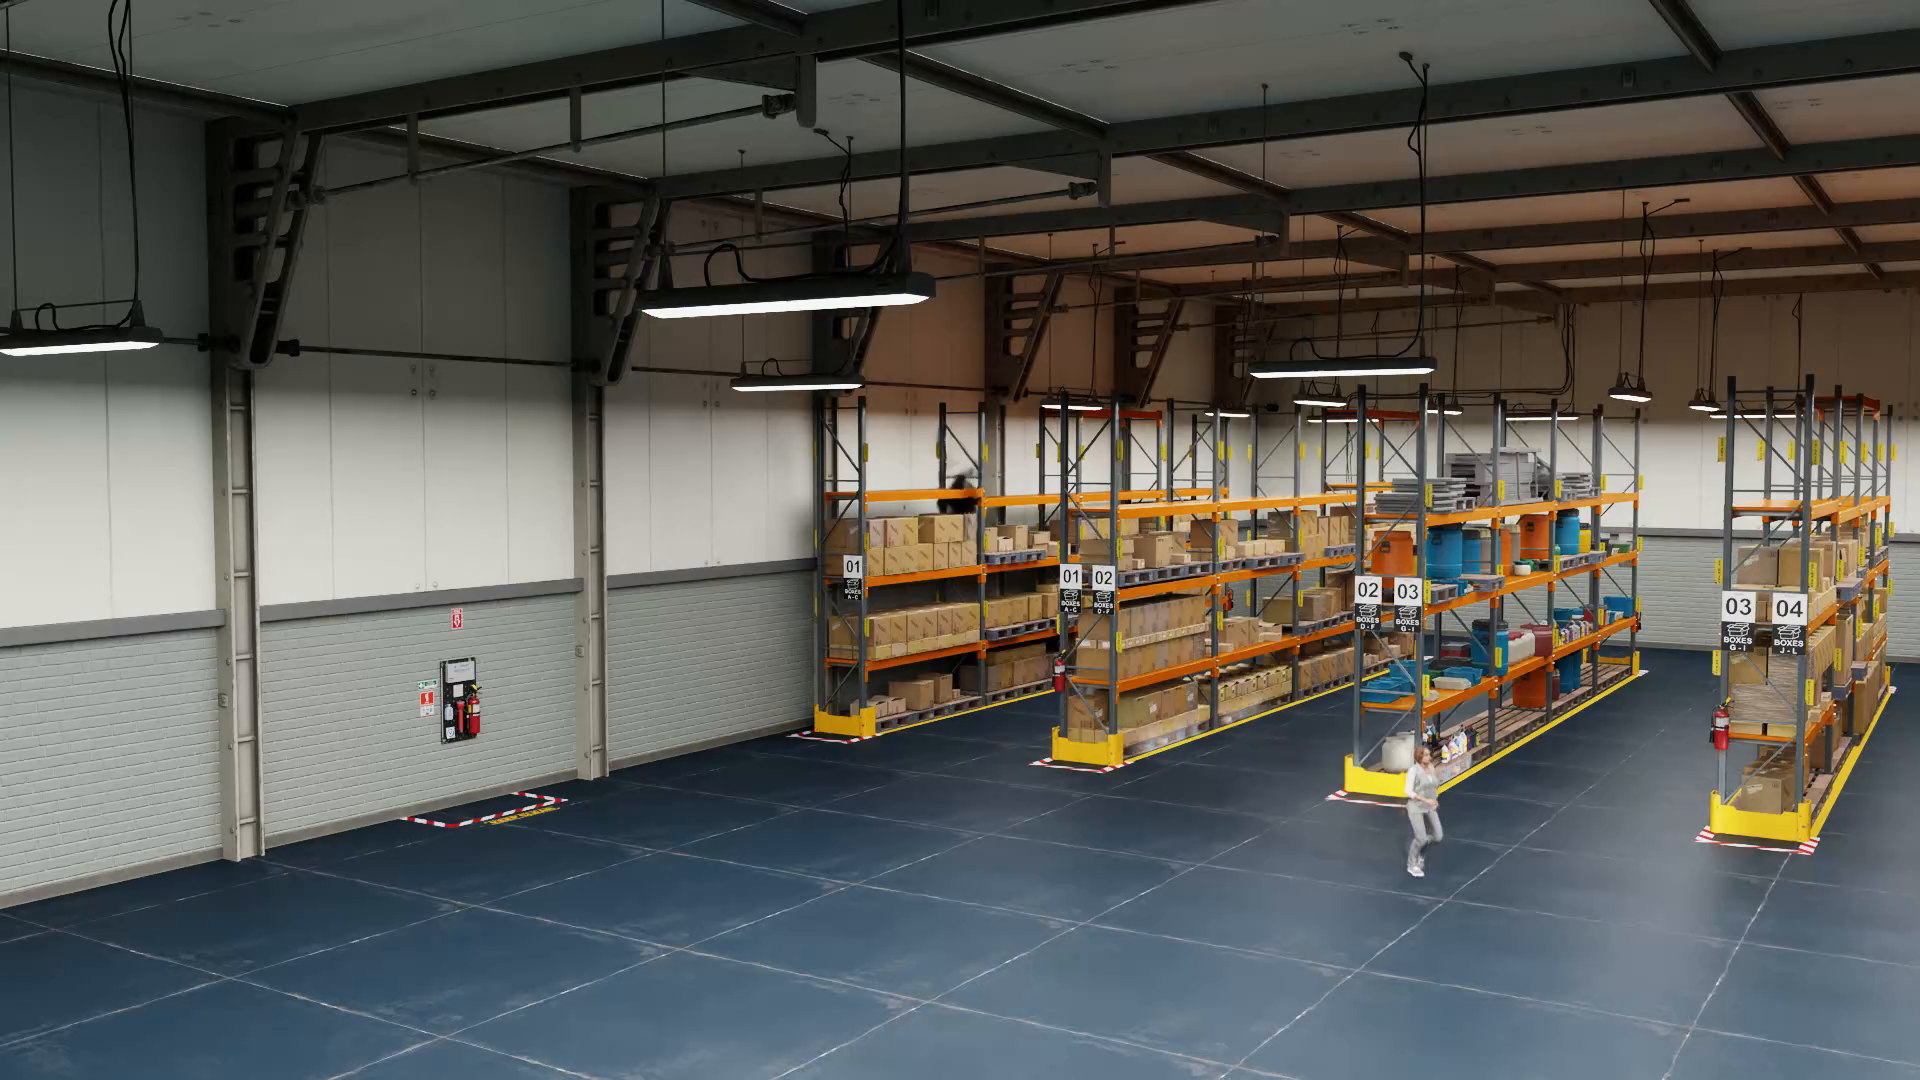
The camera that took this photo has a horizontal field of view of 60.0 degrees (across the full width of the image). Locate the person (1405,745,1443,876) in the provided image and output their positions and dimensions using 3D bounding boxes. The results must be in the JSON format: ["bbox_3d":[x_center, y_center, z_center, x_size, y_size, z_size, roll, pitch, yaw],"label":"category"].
[{"bbox_3d":[5.479,3.187,19.556,0.566,1.559,0.545,-2,3,-29],"label":"person"}]

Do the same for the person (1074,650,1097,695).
[{"bbox_3d":[2.358,2.541,30.500,0.656,1.746,0.627,2,3,28],"label":"person"}]
